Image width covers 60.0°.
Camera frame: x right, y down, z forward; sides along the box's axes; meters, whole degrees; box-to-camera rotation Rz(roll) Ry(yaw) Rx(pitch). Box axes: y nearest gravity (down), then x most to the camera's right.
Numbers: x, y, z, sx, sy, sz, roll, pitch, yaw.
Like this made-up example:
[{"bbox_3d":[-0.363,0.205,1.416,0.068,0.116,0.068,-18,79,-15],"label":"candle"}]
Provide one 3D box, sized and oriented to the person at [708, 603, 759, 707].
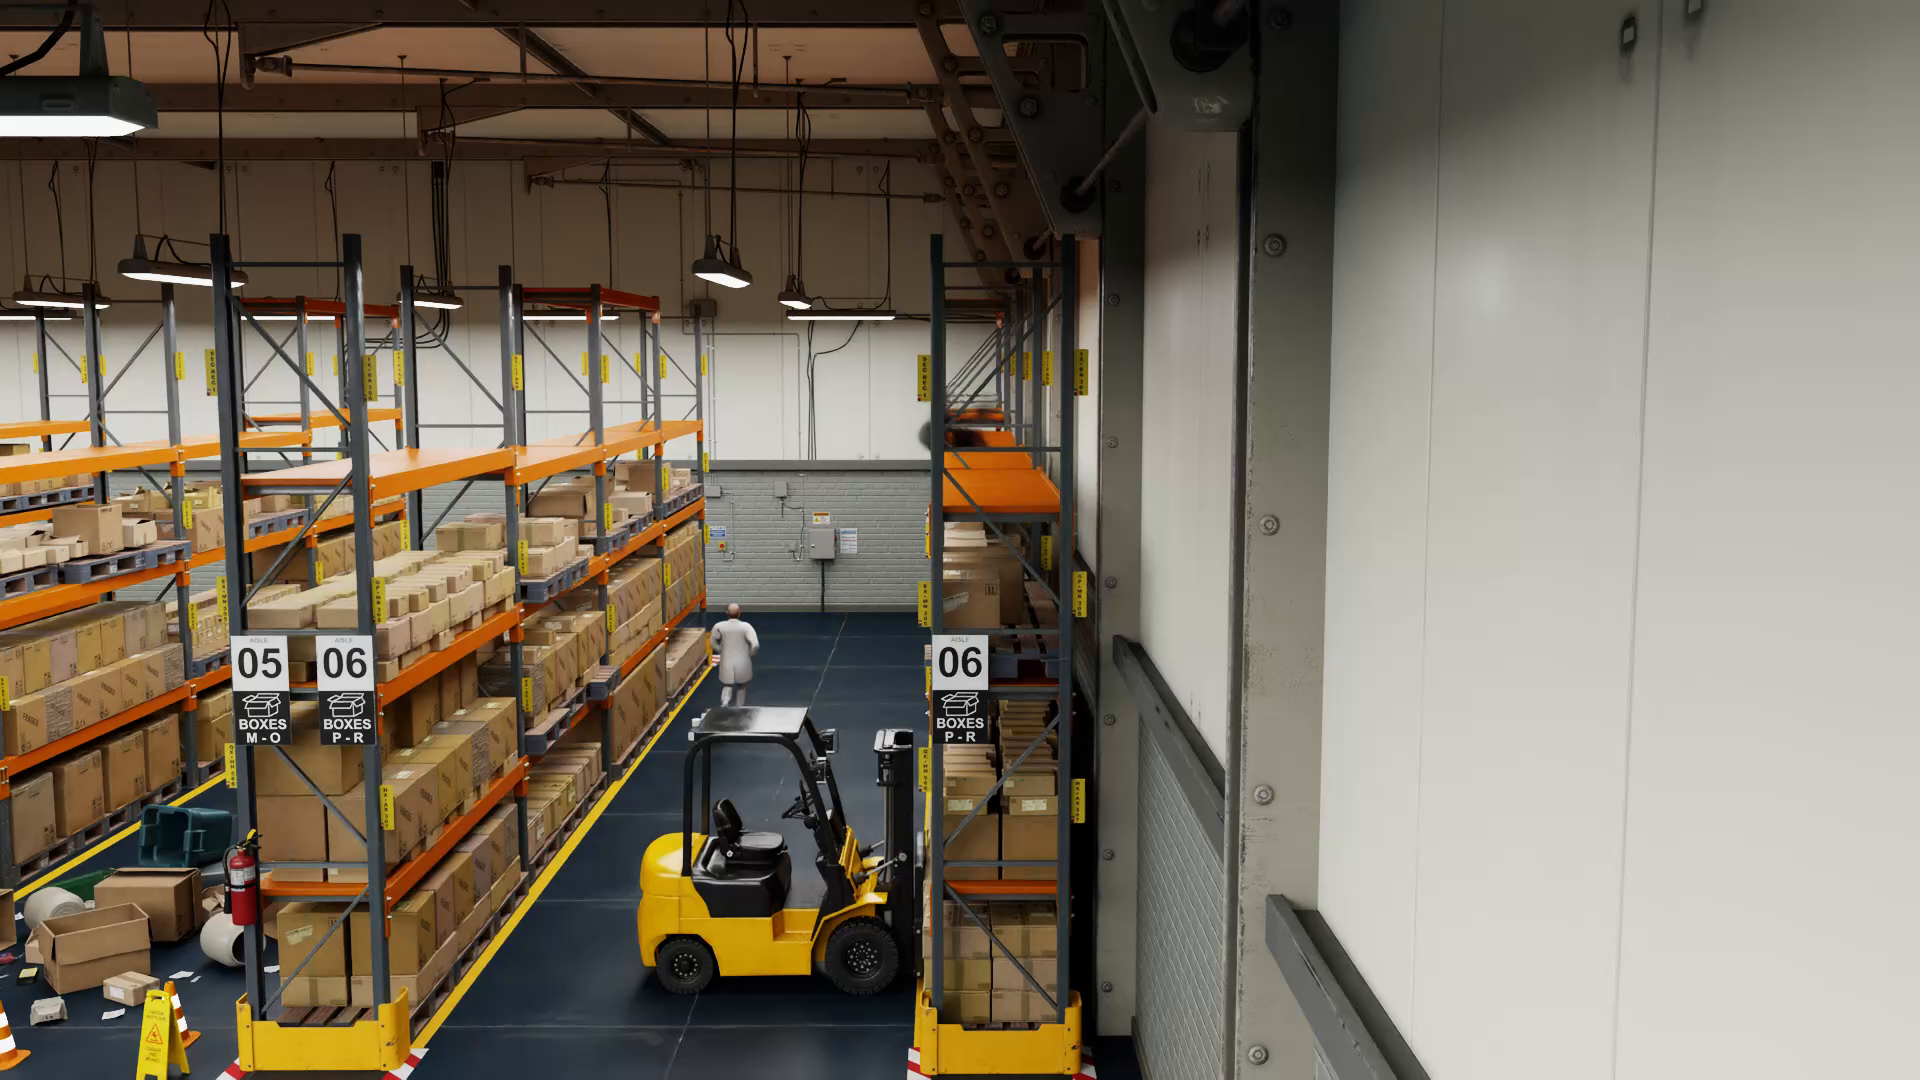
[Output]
[{"bbox_3d":[-3.148,1.739,23.257,0.708,1.724,0.670,0,6,1],"label":"person"}]
